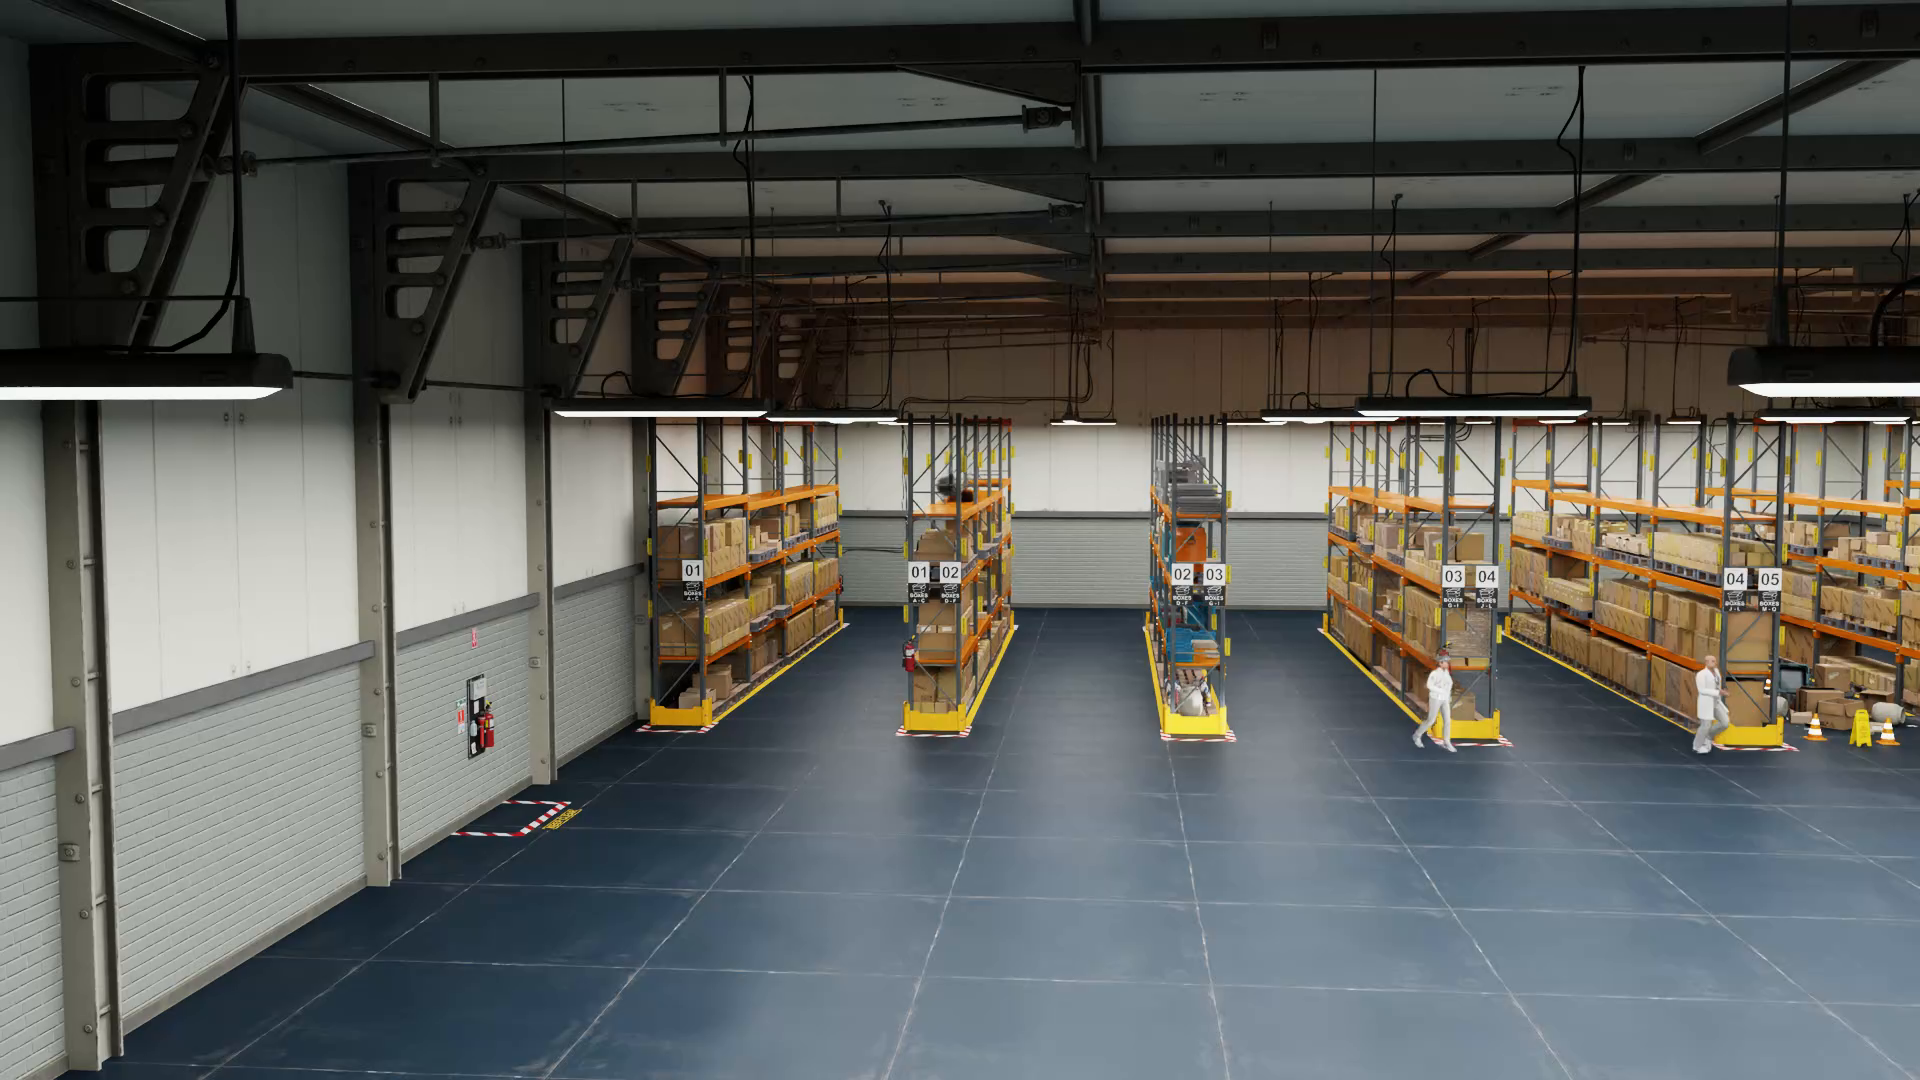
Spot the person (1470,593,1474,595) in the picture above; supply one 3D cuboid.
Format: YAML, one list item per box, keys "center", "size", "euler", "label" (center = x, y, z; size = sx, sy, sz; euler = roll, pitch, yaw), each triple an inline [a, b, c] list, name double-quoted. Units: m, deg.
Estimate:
- center: [14.171, 1.748, 46.622]
  size: [0.724, 1.740, 0.806]
  euler: [-3, 5, -42]
  label: "person"

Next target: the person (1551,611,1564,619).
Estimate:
- center: [16.865, 1.653, 47.200]
  size: [0.744, 1.620, 0.676]
  euler: [0, 4, -3]
  label: "person"

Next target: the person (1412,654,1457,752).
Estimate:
- center: [8.557, 2.872, 29.593]
  size: [0.651, 1.689, 0.851]
  euler: [-3, 5, -35]
  label: "person"

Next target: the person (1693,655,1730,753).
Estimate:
- center: [13.177, 2.882, 29.132]
  size: [0.695, 1.740, 0.733]
  euler: [-2, 4, -24]
  label: "person"
